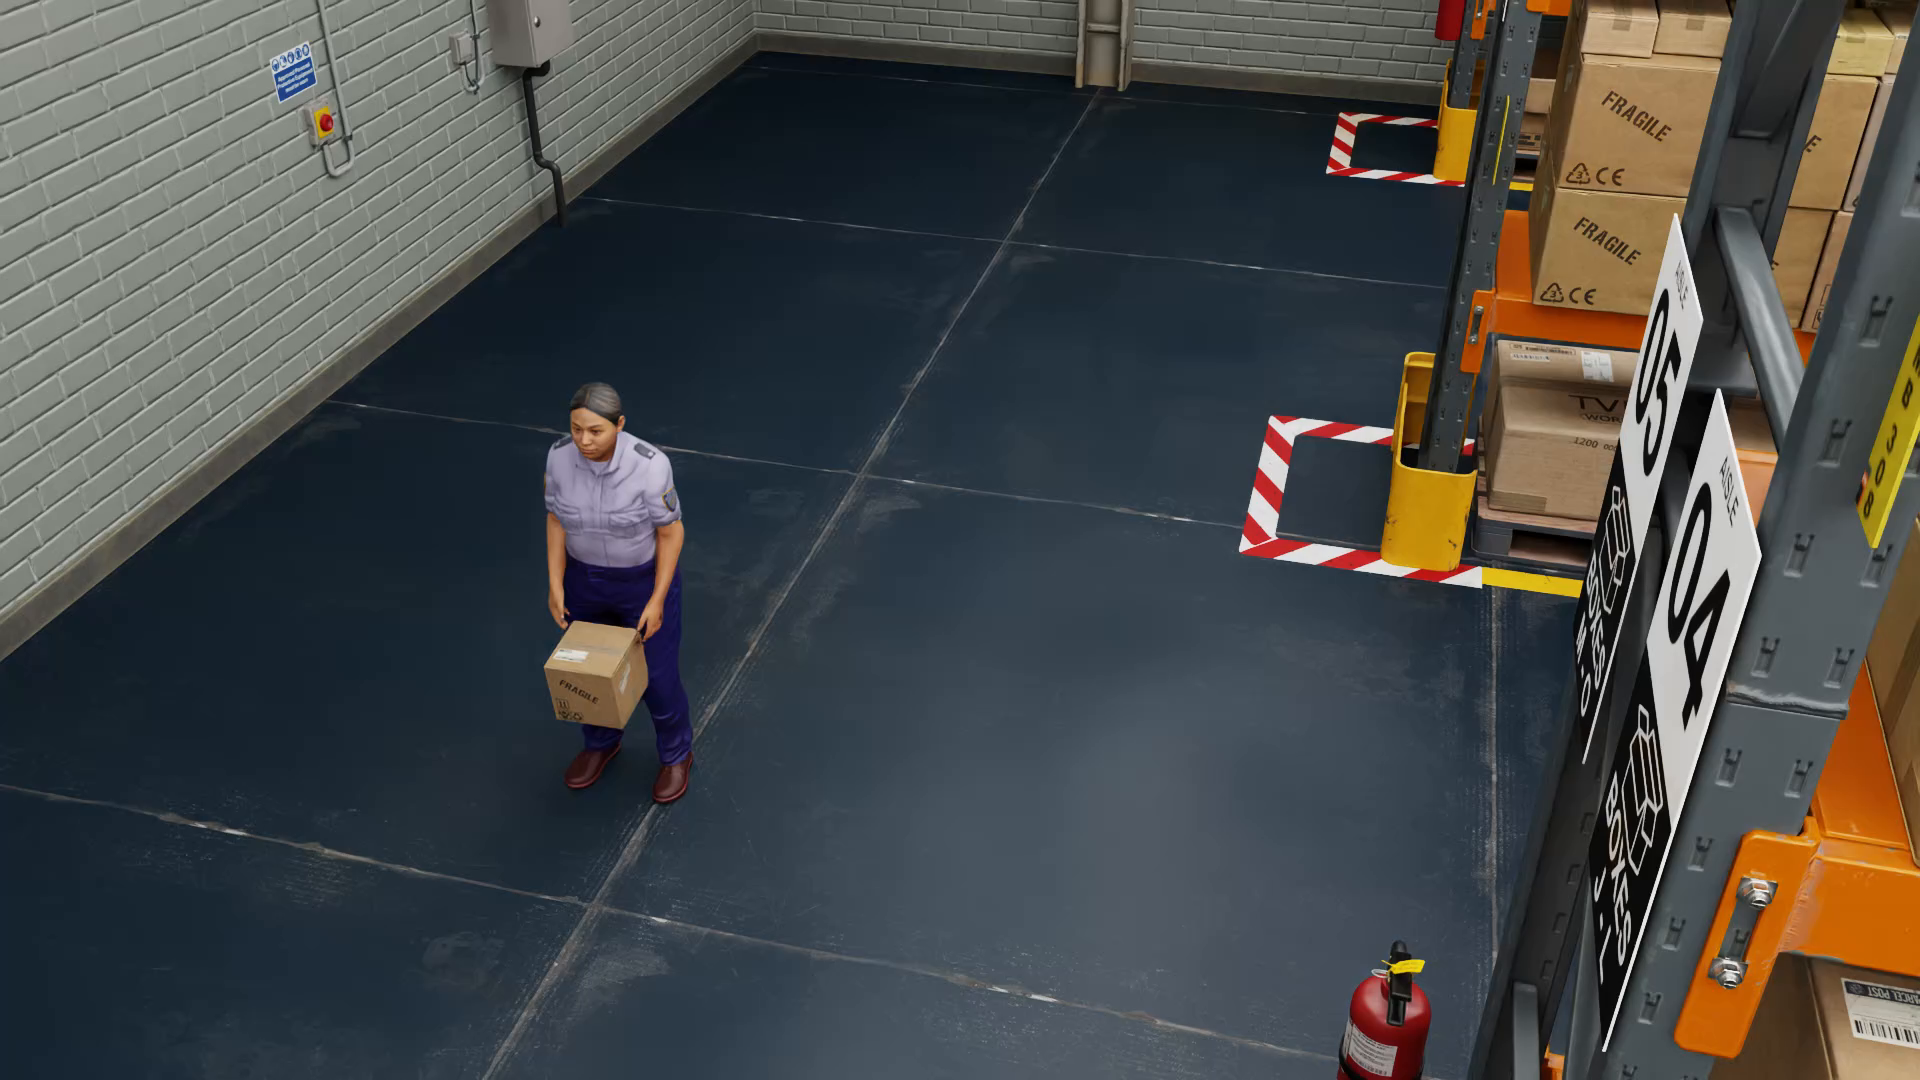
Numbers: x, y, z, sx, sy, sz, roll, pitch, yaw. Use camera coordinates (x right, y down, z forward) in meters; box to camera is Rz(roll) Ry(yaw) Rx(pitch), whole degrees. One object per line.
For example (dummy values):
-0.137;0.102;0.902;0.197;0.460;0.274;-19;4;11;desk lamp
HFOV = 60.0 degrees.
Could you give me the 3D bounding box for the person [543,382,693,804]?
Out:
-1.209;0.174;5.874;0.519;1.656;0.372;7;34;11;person
